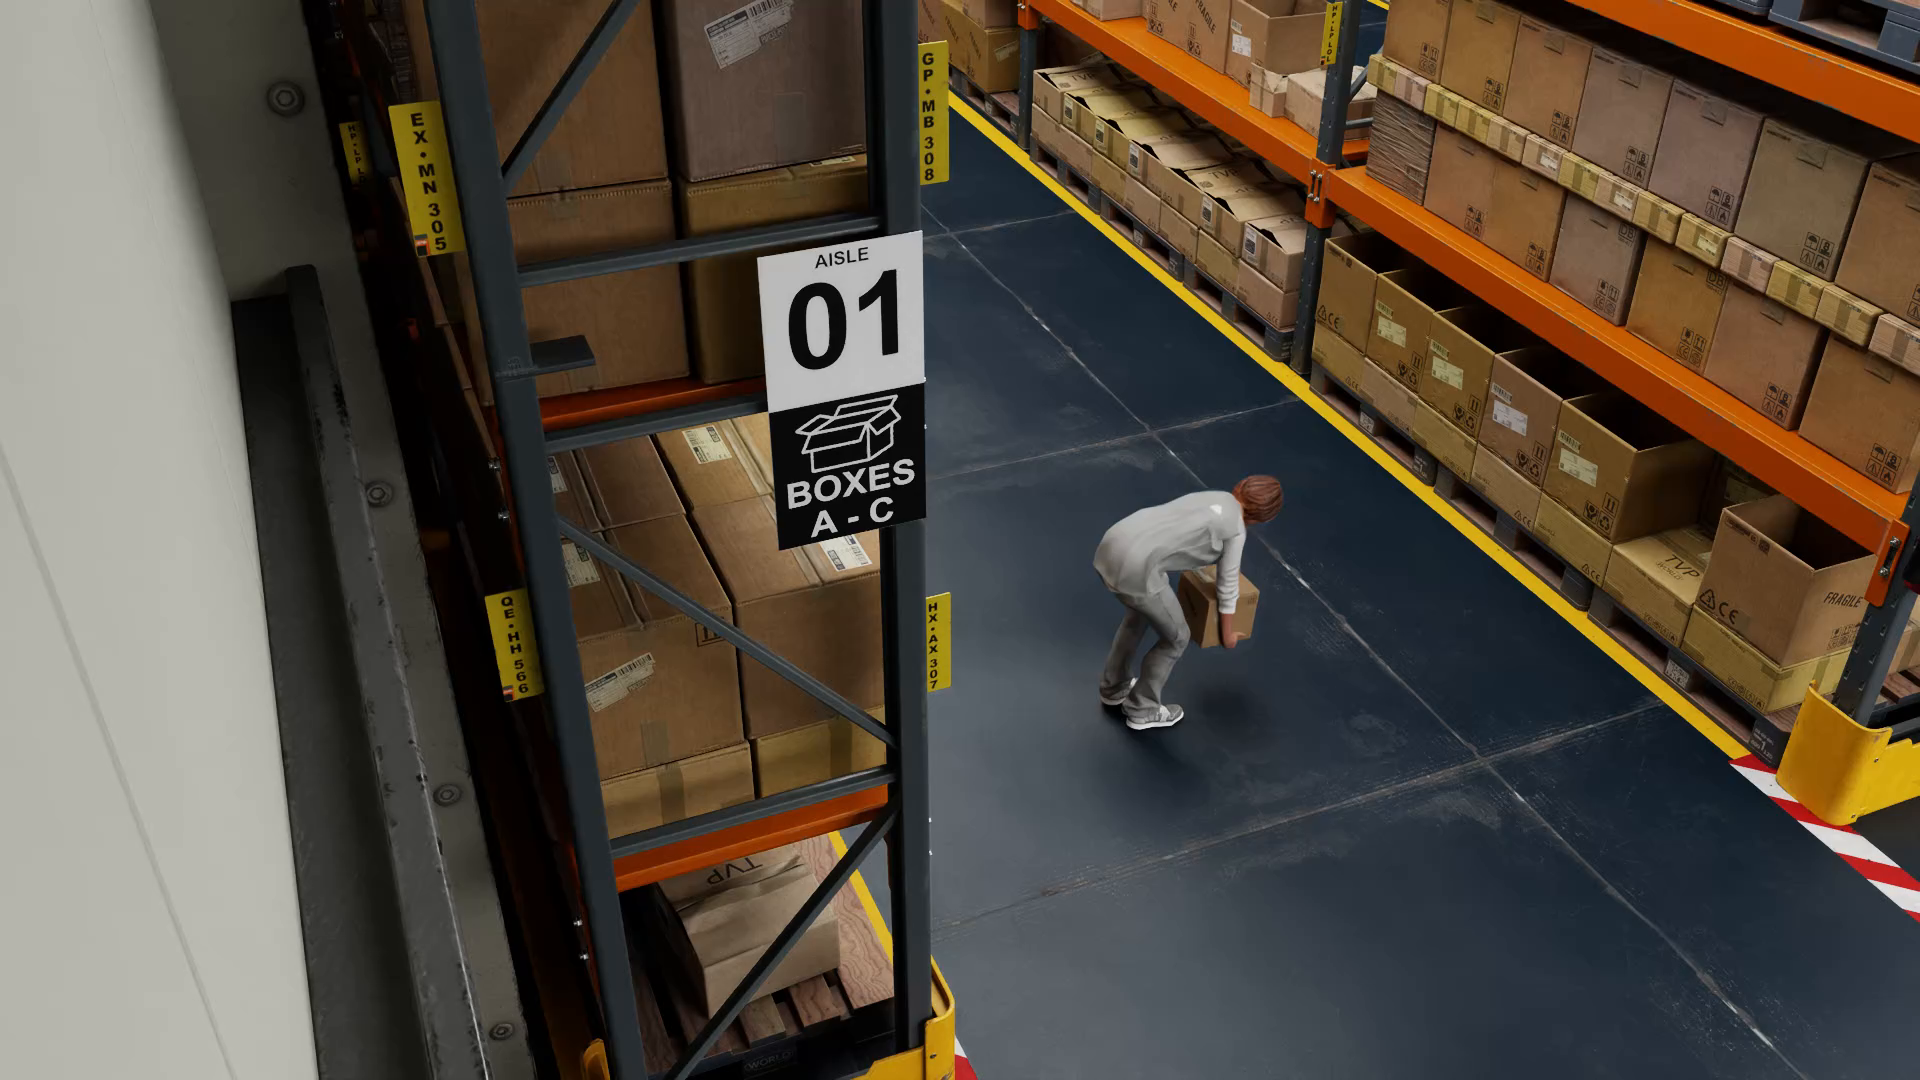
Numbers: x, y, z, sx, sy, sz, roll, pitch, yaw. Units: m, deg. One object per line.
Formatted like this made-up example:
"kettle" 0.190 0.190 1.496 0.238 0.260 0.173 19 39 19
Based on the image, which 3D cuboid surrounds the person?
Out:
"person" 0.967 0.263 7.128 0.858 1.088 0.384 -14 36 -20
